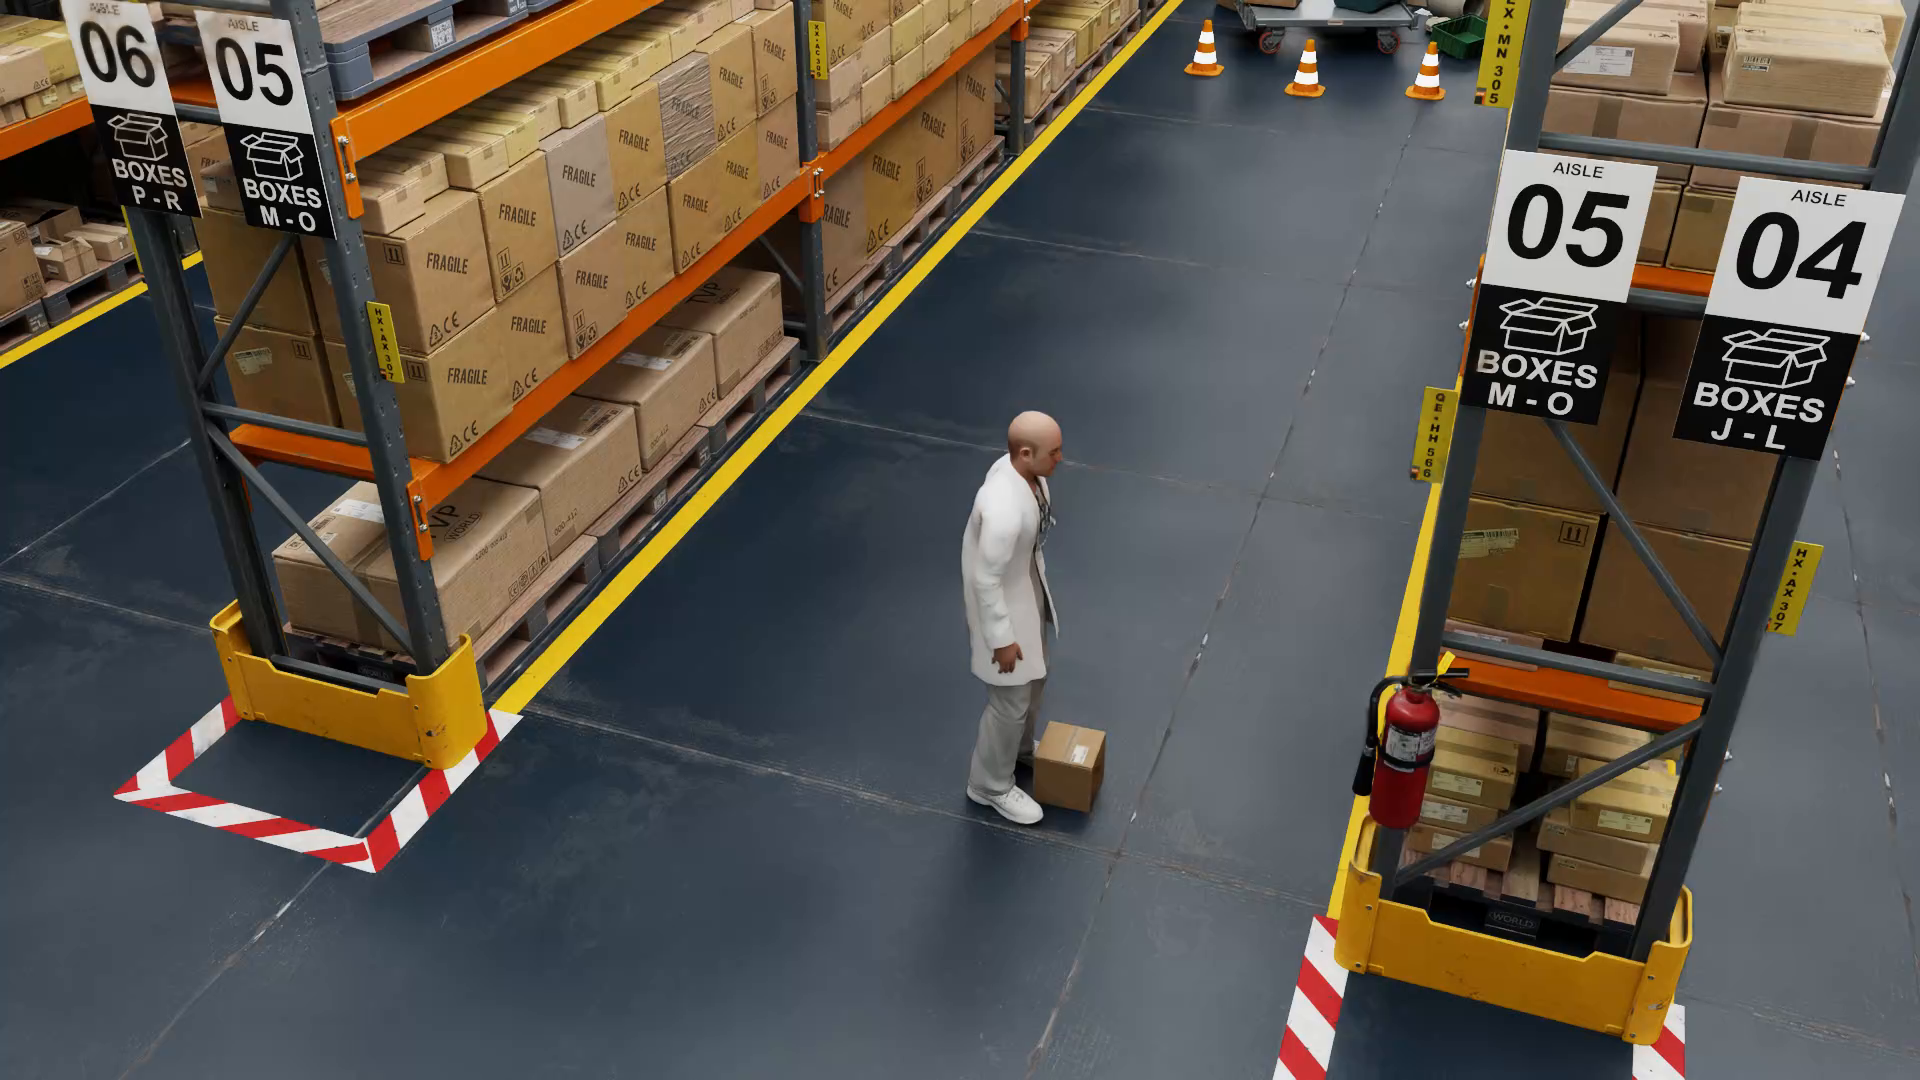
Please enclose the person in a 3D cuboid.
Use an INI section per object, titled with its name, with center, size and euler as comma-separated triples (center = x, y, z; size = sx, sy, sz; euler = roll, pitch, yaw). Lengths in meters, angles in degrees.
[person]
center = 7.819, -1.813, 9.965
size = 12.752, 1.772, 12.393
euler = 9, 34, 14
